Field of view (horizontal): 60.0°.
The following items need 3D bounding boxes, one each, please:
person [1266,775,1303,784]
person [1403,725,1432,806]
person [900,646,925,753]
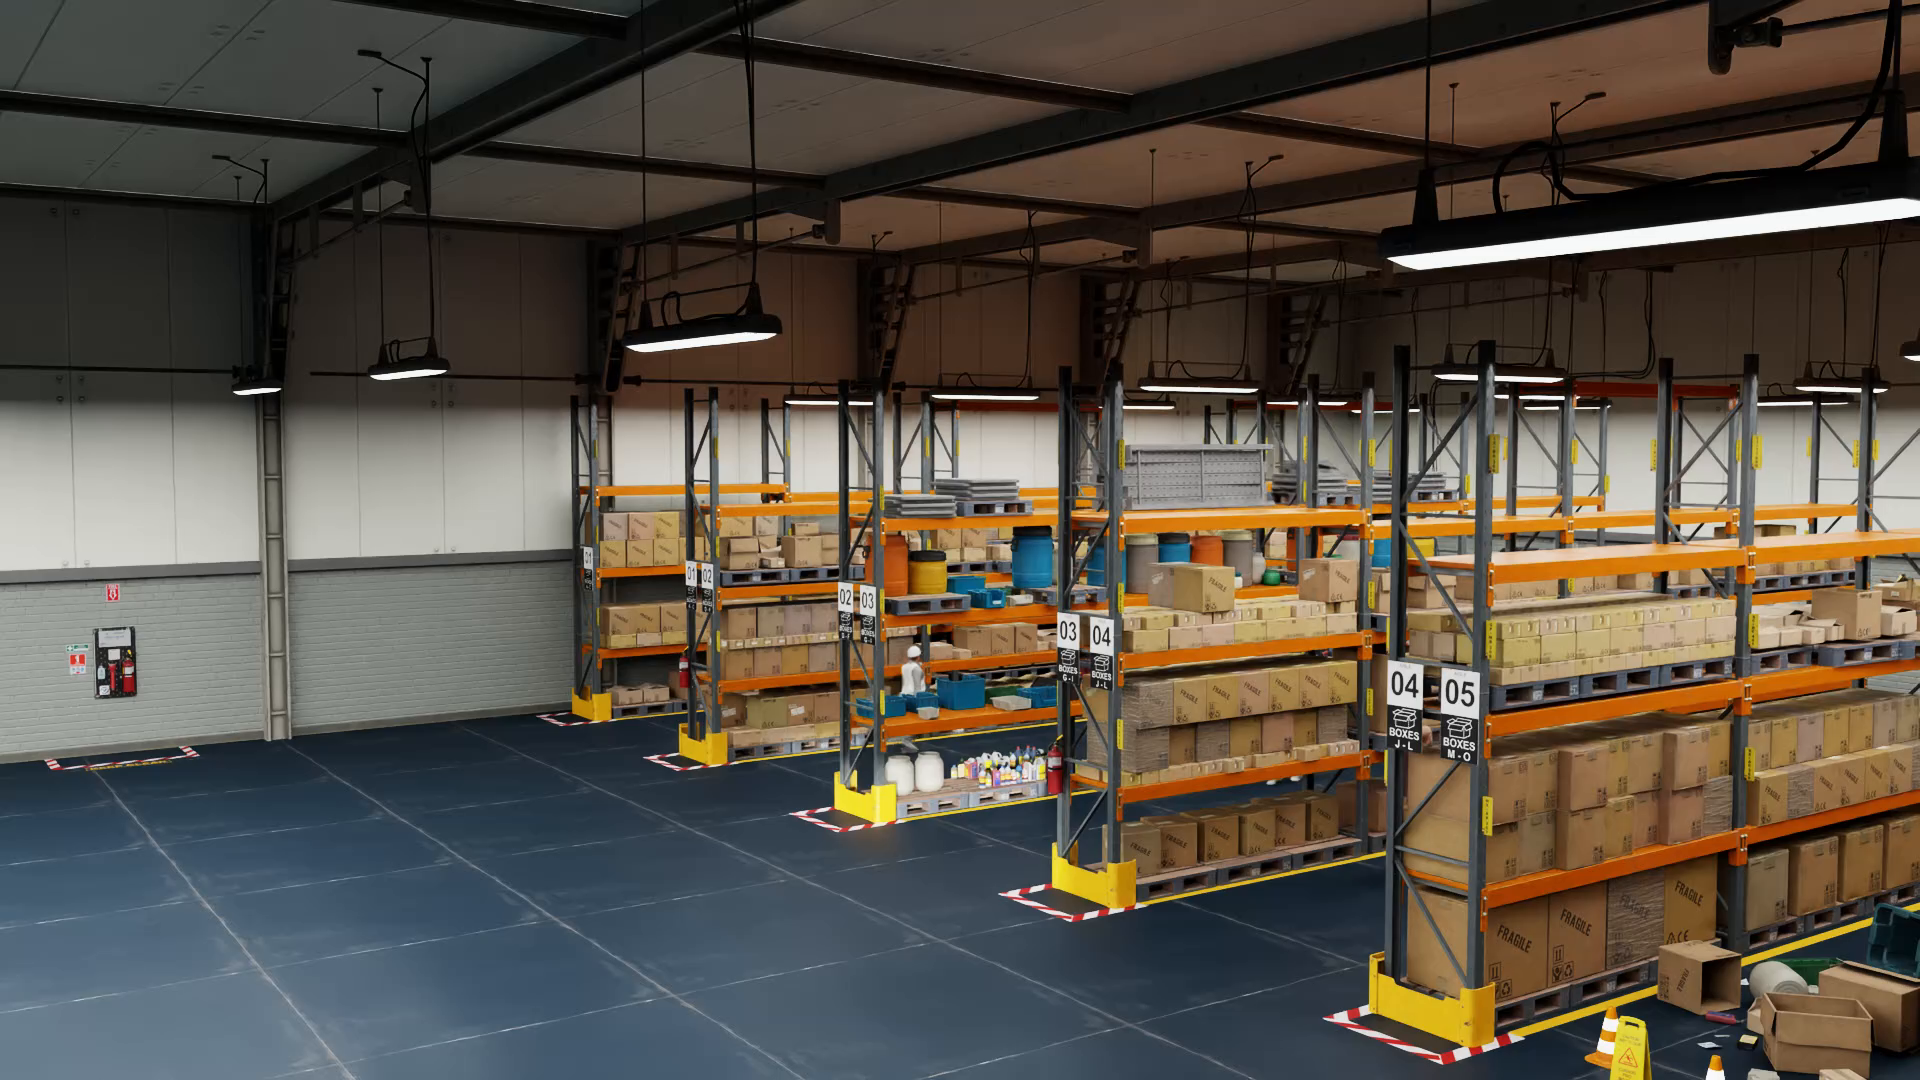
[{"bbox_3d":[4.931,2.830,25.056,0.646,1.698,0.490,-2,4,-35],"label":"person"},{"bbox_3d":[5.464,3.088,19.726,0.564,1.776,0.616,-2,4,-31],"label":"person"},{"bbox_3d":[-0.802,2.627,27.393,0.478,1.762,0.569,-2,4,-26],"label":"person"}]
